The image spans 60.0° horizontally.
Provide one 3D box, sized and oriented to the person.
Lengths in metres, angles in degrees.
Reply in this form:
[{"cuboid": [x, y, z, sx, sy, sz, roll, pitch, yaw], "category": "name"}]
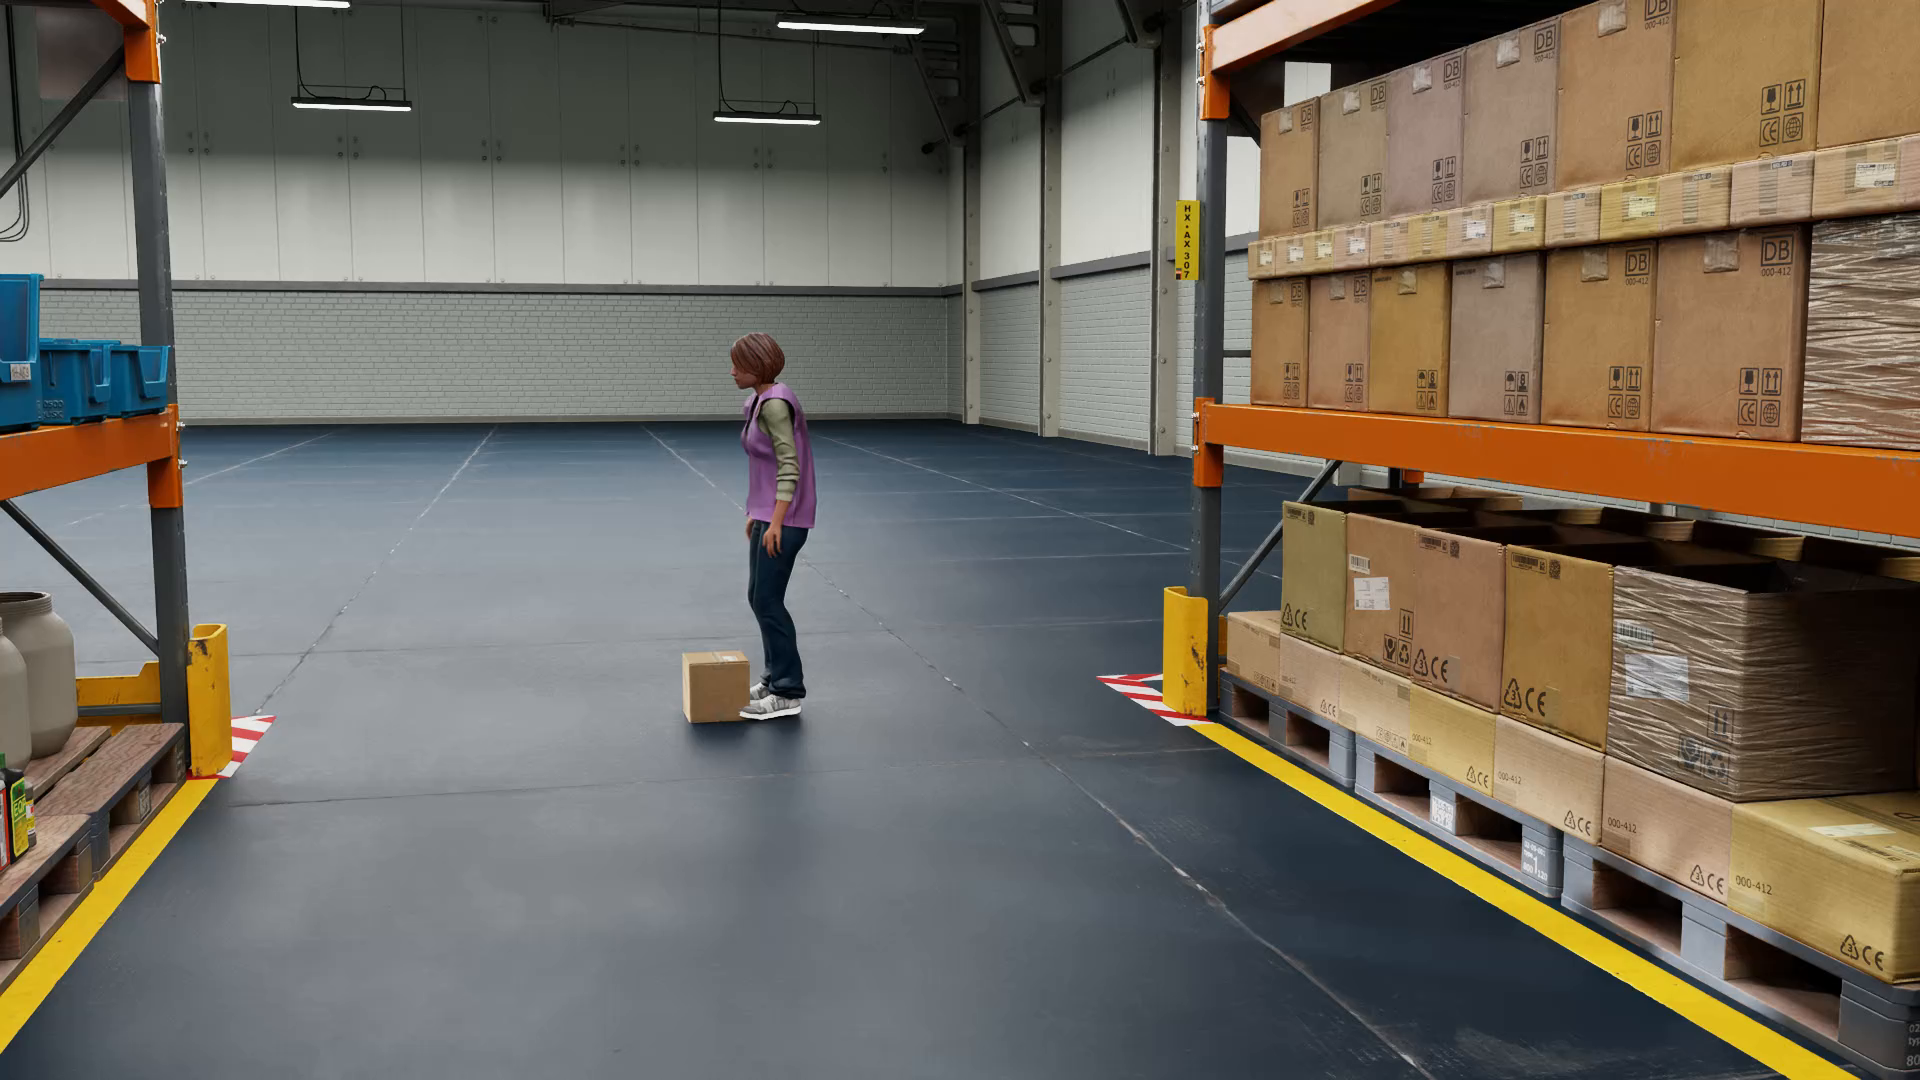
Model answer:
[{"cuboid": [-0.784, -0.063, 6.938, 0.343, 1.593, 0.485, -2, 7, -17], "category": "person"}]
